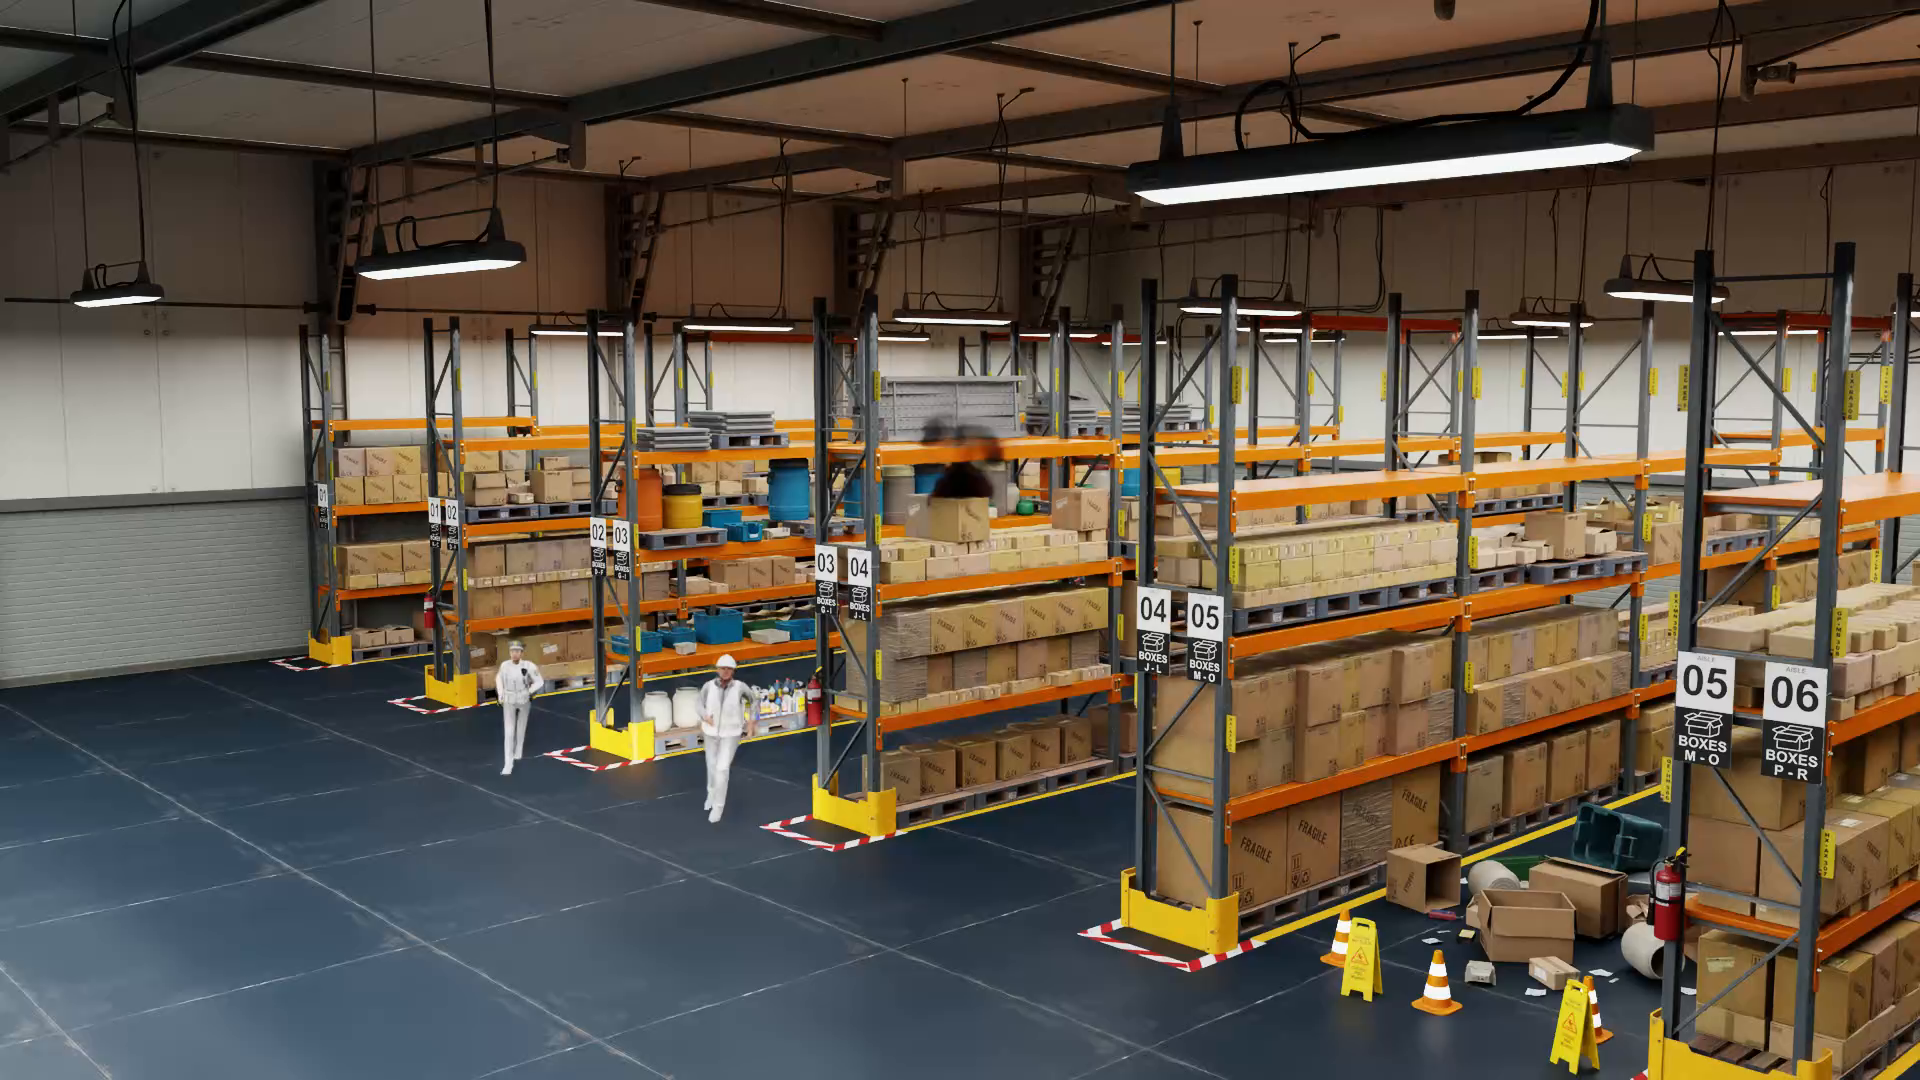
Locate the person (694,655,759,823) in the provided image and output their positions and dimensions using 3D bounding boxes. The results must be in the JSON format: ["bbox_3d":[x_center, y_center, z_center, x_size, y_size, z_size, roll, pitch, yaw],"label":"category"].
[{"bbox_3d":[-2.605,2.163,18.460,0.699,1.803,0.853,0,6,3],"label":"person"}]

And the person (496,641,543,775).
[{"bbox_3d":[-5.740,2.140,21.702,0.620,1.734,0.810,-1,6,-8],"label":"person"}]
